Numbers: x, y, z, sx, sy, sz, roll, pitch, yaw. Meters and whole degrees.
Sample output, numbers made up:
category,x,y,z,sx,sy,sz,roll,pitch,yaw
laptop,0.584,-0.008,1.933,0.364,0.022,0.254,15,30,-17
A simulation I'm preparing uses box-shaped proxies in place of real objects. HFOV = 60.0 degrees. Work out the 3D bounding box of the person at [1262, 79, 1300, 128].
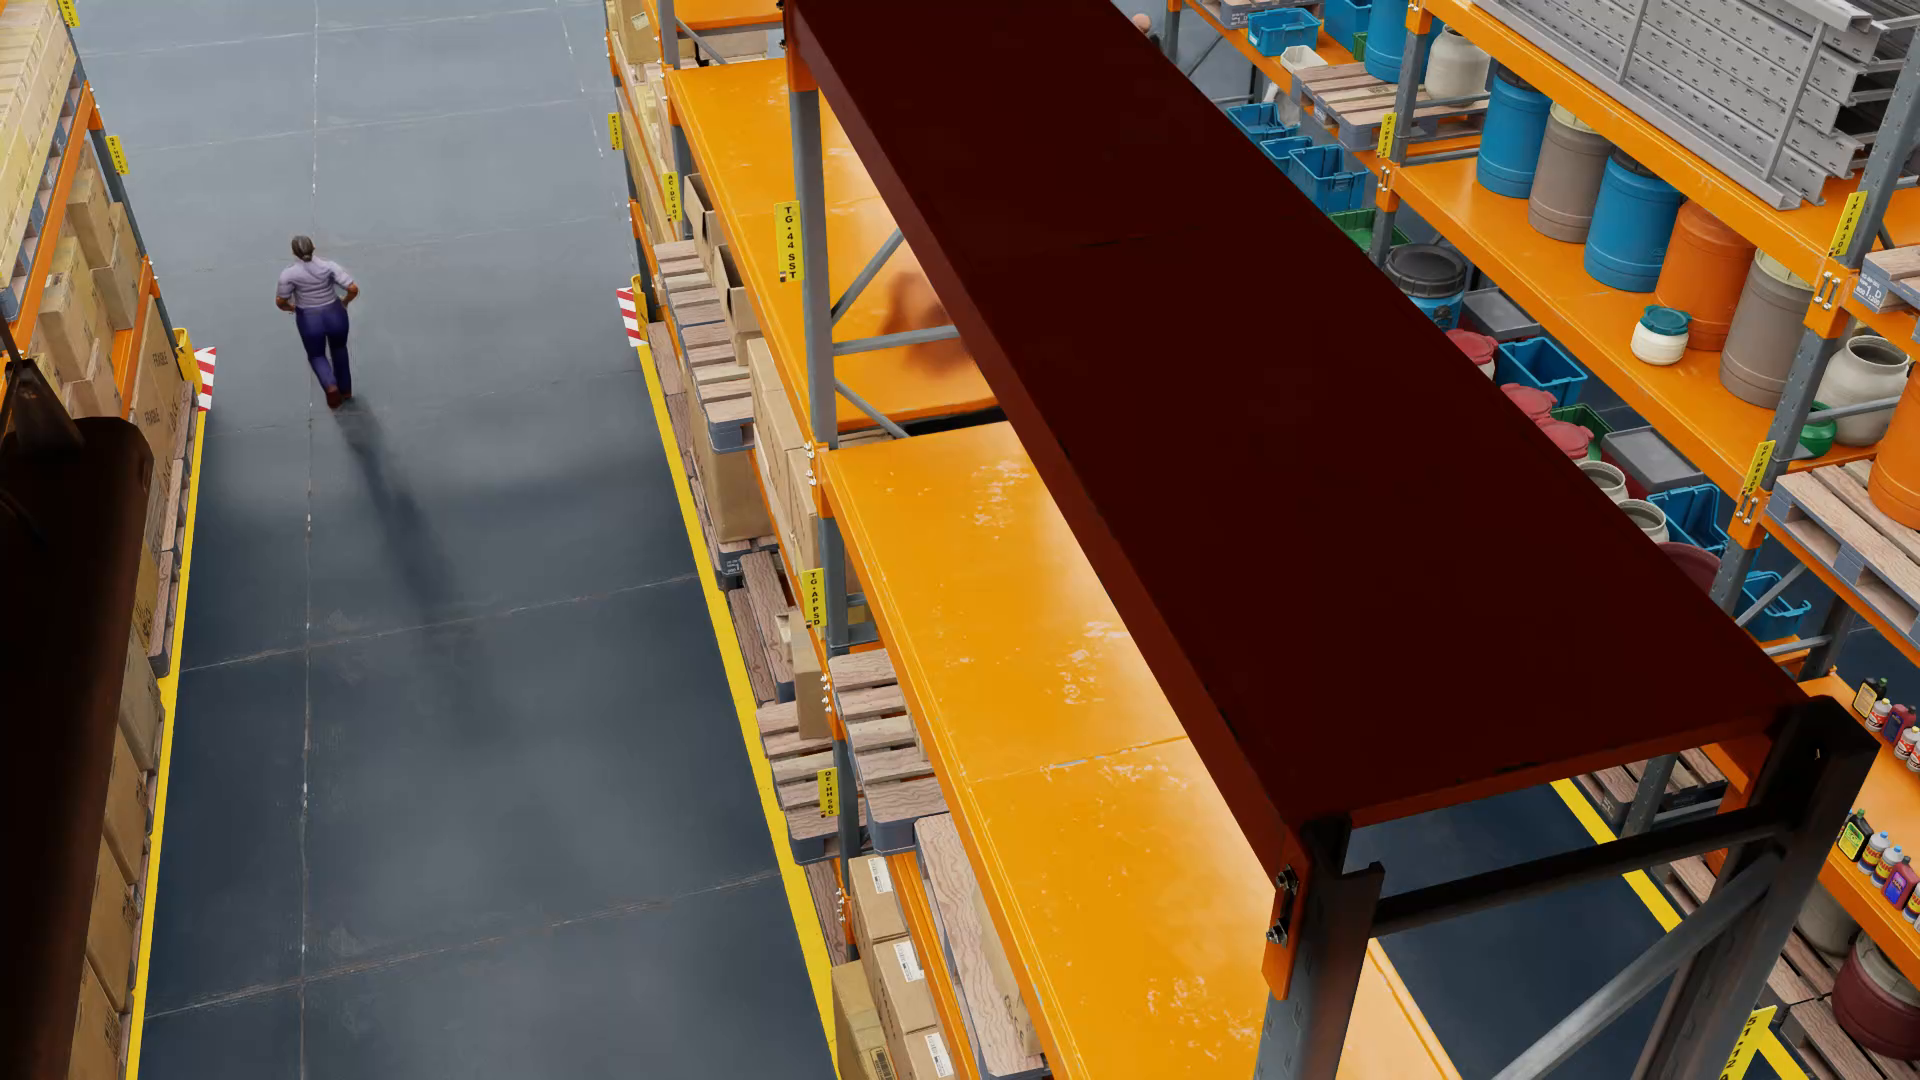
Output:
category,x,y,z,sx,sy,sz,roll,pitch,yaw
person,3.297,-4.277,17.007,0.566,1.570,0.771,-22,43,-25

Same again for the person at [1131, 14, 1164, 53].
category,x,y,z,sx,sy,sz,roll,pitch,yaw
person,1.931,-4.524,17.211,0.825,1.683,0.659,12,40,15

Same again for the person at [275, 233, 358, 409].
category,x,y,z,sx,sy,sz,roll,pitch,yaw
person,-5.285,-1.807,13.814,0.644,1.601,0.714,-18,42,-21
